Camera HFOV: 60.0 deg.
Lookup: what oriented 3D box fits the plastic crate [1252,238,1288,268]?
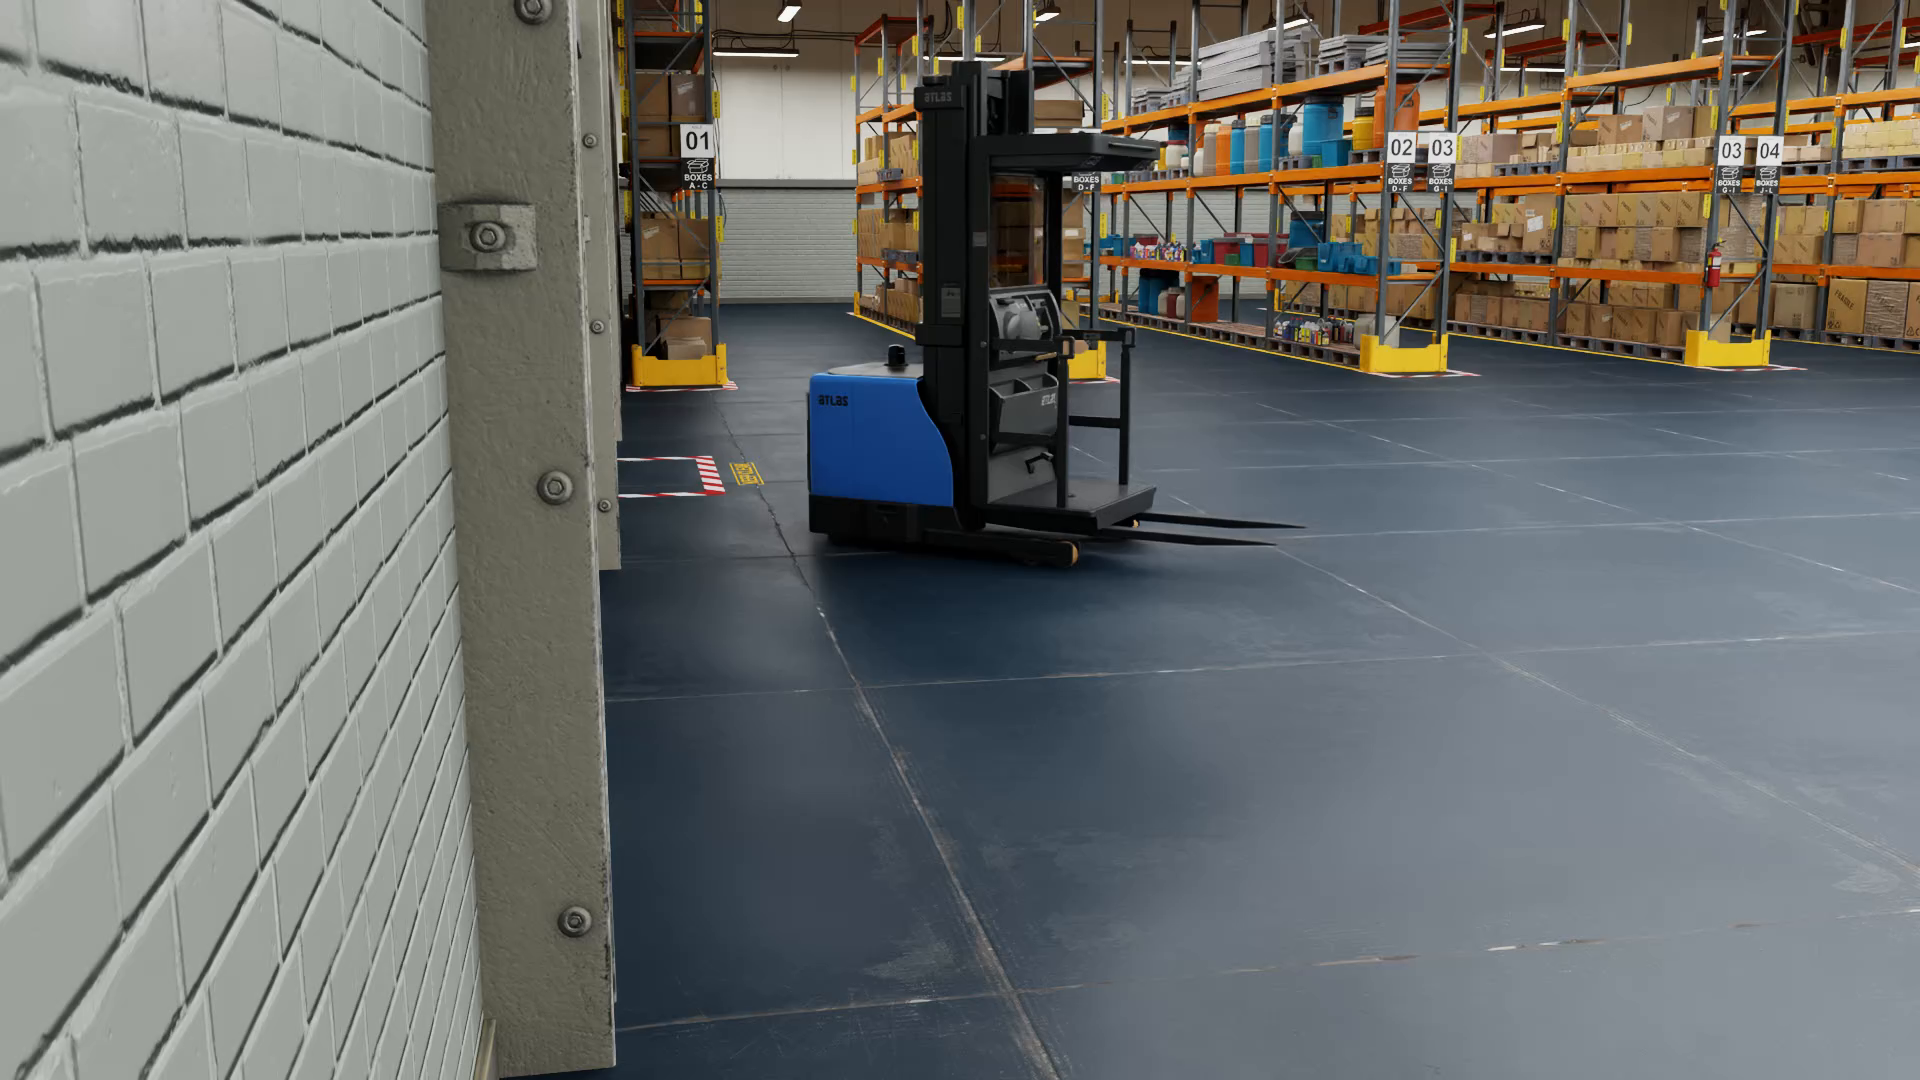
[{"bbox_3d":[5.007,-4.640,26.881,0.402,0.464,0.583,-2,11,-11],"label":"plastic crate"}]

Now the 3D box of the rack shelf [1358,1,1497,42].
[{"bbox_3d":[9.093,-10.038,32.403,1.077,0.370,4.000,-2,11,-11],"label":"rack shelf"}]

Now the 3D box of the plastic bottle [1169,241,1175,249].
[{"bbox_3d":[4.240,-5.778,33.164,0.144,0.351,0.185,-2,11,-11],"label":"plastic bottle"}]

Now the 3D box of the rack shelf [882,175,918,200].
[{"bbox_3d":[-0.625,-6.572,31.105,1.077,0.370,4.000,-2,11,-11],"label":"rack shelf"}]

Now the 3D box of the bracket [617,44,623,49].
[{"bbox_3d":[-8.217,-12.074,40.440,0.235,0.232,0.430,-2,11,-11],"label":"bracket"}]

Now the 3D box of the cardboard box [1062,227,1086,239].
[{"bbox_3d":[1.455,-4.065,22.031,0.380,0.149,0.250,-2,11,-11],"label":"cardboard box"}]

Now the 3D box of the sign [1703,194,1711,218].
[{"bbox_3d":[10.489,-4.685,23.346,0.100,0.325,0.005,-2,11,-11],"label":"sign"}]

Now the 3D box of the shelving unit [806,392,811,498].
[{"bbox_3d":[-0.867,-0.546,11.145,0.258,0.900,0.210,4,11,22],"label":"shelving unit"}]

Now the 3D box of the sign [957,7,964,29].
[{"bbox_3d":[0.012,-7.774,24.765,0.100,0.325,0.005,-2,11,-11],"label":"sign"}]

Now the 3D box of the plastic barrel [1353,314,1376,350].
[{"bbox_3d":[5.879,-2.991,23.921,0.421,0.512,0.421,0,11,0],"label":"plastic barrel"}]

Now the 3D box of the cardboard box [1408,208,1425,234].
[{"bbox_3d":[9.231,-6.241,32.513,0.797,0.503,0.637,-2,11,-10],"label":"cardboard box"}]

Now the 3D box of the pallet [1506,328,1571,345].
[{"bbox_3d":[10.107,-3.484,28.436,1.003,0.211,1.213,-2,11,-11],"label":"pallet"}]

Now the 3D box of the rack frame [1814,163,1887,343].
[{"bbox_3d":[15.145,-4.873,28.276,1.000,3.000,0.127,-2,11,-11],"label":"rack frame"}]

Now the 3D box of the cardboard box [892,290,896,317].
[{"bbox_3d":[-1.044,-4.612,32.413,0.500,0.500,0.500,-2,11,-10],"label":"cardboard box"}]

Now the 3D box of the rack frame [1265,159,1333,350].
[{"bbox_3d":[5.401,-4.531,26.479,1.000,3.000,0.127,-2,11,-11],"label":"rack frame"}]

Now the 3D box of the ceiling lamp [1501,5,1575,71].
[{"bbox_3d":[14.746,-13.491,41.899,2.000,3.185,0.800,-2,11,-11],"label":"ceiling lamp"}]

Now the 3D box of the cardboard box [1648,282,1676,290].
[{"bbox_3d":[13.976,-5.069,32.863,0.500,0.250,0.500,-2,11,-12],"label":"cardboard box"}]

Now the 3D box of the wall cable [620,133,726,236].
[{"bbox_3d":[-7.400,-8.844,41.397,3.097,2.526,0.112,-2,11,-11],"label":"wall cable"}]

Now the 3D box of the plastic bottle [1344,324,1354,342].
[{"bbox_3d":[5.937,-3.177,25.474,0.152,0.276,0.135,-2,11,-10],"label":"plastic bottle"}]

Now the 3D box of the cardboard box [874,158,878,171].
[{"bbox_3d":[-1.469,-7.635,33.831,0.500,0.250,0.500,-2,11,-11],"label":"cardboard box"}]

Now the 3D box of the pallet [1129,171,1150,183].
[{"bbox_3d":[4.094,-7.239,33.188,1.213,0.211,1.003,-2,11,-11],"label":"pallet"}]

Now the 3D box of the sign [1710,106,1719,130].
[{"bbox_3d":[10.489,-5.869,23.121,0.100,0.325,0.005,-2,11,-11],"label":"sign"}]

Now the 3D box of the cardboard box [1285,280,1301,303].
[{"bbox_3d":[8.129,-5.960,38.547,0.875,0.875,0.875,-2,11,-11],"label":"cardboard box"}]

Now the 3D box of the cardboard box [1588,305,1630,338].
[{"bbox_3d":[10.417,-3.510,26.676,0.500,0.500,0.500,1,11,7],"label":"cardboard box"}]

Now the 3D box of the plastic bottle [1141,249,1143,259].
[{"bbox_3d":[3.647,-5.695,33.124,0.097,0.201,0.097,0,11,0],"label":"plastic bottle"}]

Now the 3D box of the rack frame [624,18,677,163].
[{"bbox_3d":[-5.872,-8.585,31.734,1.000,3.000,0.127,-2,11,-11],"label":"rack frame"}]

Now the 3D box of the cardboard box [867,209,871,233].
[{"bbox_3d":[-1.663,-6.721,35.044,0.500,0.500,0.500,-2,11,-12],"label":"cardboard box"}]

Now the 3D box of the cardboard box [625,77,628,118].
[{"bbox_3d":[-3.996,-5.630,21.236,0.500,0.500,0.500,-1,11,-7],"label":"cardboard box"}]

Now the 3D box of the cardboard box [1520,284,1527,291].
[{"bbox_3d":[12.938,-5.730,37.692,0.380,0.149,0.250,-3,11,-13],"label":"cardboard box"}]

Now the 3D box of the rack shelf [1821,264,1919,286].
[{"bbox_3d":[15.534,-4.153,26.416,1.077,0.370,4.000,-2,11,-11],"label":"rack shelf"}]

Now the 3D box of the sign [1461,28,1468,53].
[{"bbox_3d":[6.720,-6.661,22.184,0.100,0.325,0.005,-2,11,-11],"label":"sign"}]

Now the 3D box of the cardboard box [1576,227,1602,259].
[{"bbox_3d":[10.349,-4.728,26.454,0.875,0.500,0.500,-2,11,-11],"label":"cardboard box"}]

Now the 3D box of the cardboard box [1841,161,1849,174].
[{"bbox_3d":[18.575,-7.847,34.487,0.500,0.500,0.500,-2,11,-10],"label":"cardboard box"}]

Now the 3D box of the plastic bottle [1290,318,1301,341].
[{"bbox_3d":[5.188,-3.248,25.647,0.144,0.351,0.185,-3,11,-13],"label":"plastic bottle"}]

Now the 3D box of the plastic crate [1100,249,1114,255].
[{"bbox_3d":[3.212,-6.207,35.827,0.293,0.136,0.466,-2,11,-11],"label":"plastic crate"}]

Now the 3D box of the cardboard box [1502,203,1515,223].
[{"bbox_3d":[12.821,-7.480,38.234,0.500,0.500,0.500,-2,11,-12],"label":"cardboard box"}]

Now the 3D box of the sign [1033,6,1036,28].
[{"bbox_3d":[1.091,-7.851,24.956,0.100,0.325,0.005,-2,11,-11],"label":"sign"}]

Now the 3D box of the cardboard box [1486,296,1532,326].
[{"bbox_3d":[9.869,-4.106,29.754,0.700,0.500,0.500,-1,11,-6],"label":"cardboard box"}]

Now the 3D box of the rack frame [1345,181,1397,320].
[{"bbox_3d":[8.704,-6.178,35.134,1.000,3.000,0.127,-2,11,-11],"label":"rack frame"}]

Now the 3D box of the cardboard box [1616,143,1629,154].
[{"bbox_3d":[10.311,-5.998,25.500,0.380,0.149,0.250,-2,11,-12],"label":"cardboard box"}]

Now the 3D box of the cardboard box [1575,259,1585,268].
[{"bbox_3d":[10.118,-4.446,26.705,0.380,0.149,0.250,-2,11,-11],"label":"cardboard box"}]

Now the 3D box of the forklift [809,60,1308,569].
[{"bbox_3d":[0.588,-1.382,10.118,3.031,2.935,1.130,5,12,26],"label":"forklift"}]

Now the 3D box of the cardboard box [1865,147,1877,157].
[{"bbox_3d":[14.981,-6.306,27.064,0.380,0.149,0.250,-2,11,-11],"label":"cardboard box"}]

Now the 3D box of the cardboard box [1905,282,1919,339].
[{"bbox_3d":[15.553,-3.585,26.069,0.875,0.875,0.875,-2,11,-12],"label":"cardboard box"}]

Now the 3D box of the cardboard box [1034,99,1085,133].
[{"bbox_3d":[1.212,-5.523,21.894,0.797,0.503,0.637,-1,11,-7],"label":"cardboard box"}]

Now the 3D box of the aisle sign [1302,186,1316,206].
[{"bbox_3d":[8.206,-8.213,38.872,0.394,0.787,0.004,-2,11,-11],"label":"aisle sign"}]

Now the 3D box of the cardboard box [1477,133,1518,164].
[{"bbox_3d":[9.521,-6.932,29.468,0.500,0.500,0.500,-2,11,-13],"label":"cardboard box"}]

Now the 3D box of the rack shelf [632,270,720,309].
[{"bbox_3d":[-3.928,-3.450,22.726,1.077,0.370,4.000,-2,11,-11],"label":"rack shelf"}]

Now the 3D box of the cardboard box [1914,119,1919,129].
[{"bbox_3d":[15.178,-6.512,26.014,0.380,0.149,0.250,-2,11,-11],"label":"cardboard box"}]

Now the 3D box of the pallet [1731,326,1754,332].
[{"bbox_3d":[14.446,-4.089,31.617,1.003,0.211,1.213,-2,11,-11],"label":"pallet"}]

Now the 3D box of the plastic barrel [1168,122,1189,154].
[{"bbox_3d":[4.327,-7.617,32.206,0.600,0.901,0.708,-2,11,-11],"label":"plastic barrel"}]

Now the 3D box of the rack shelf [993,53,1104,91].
[{"bbox_3d":[0.931,-6.382,23.153,1.077,0.370,4.000,-2,11,-11],"label":"rack shelf"}]
